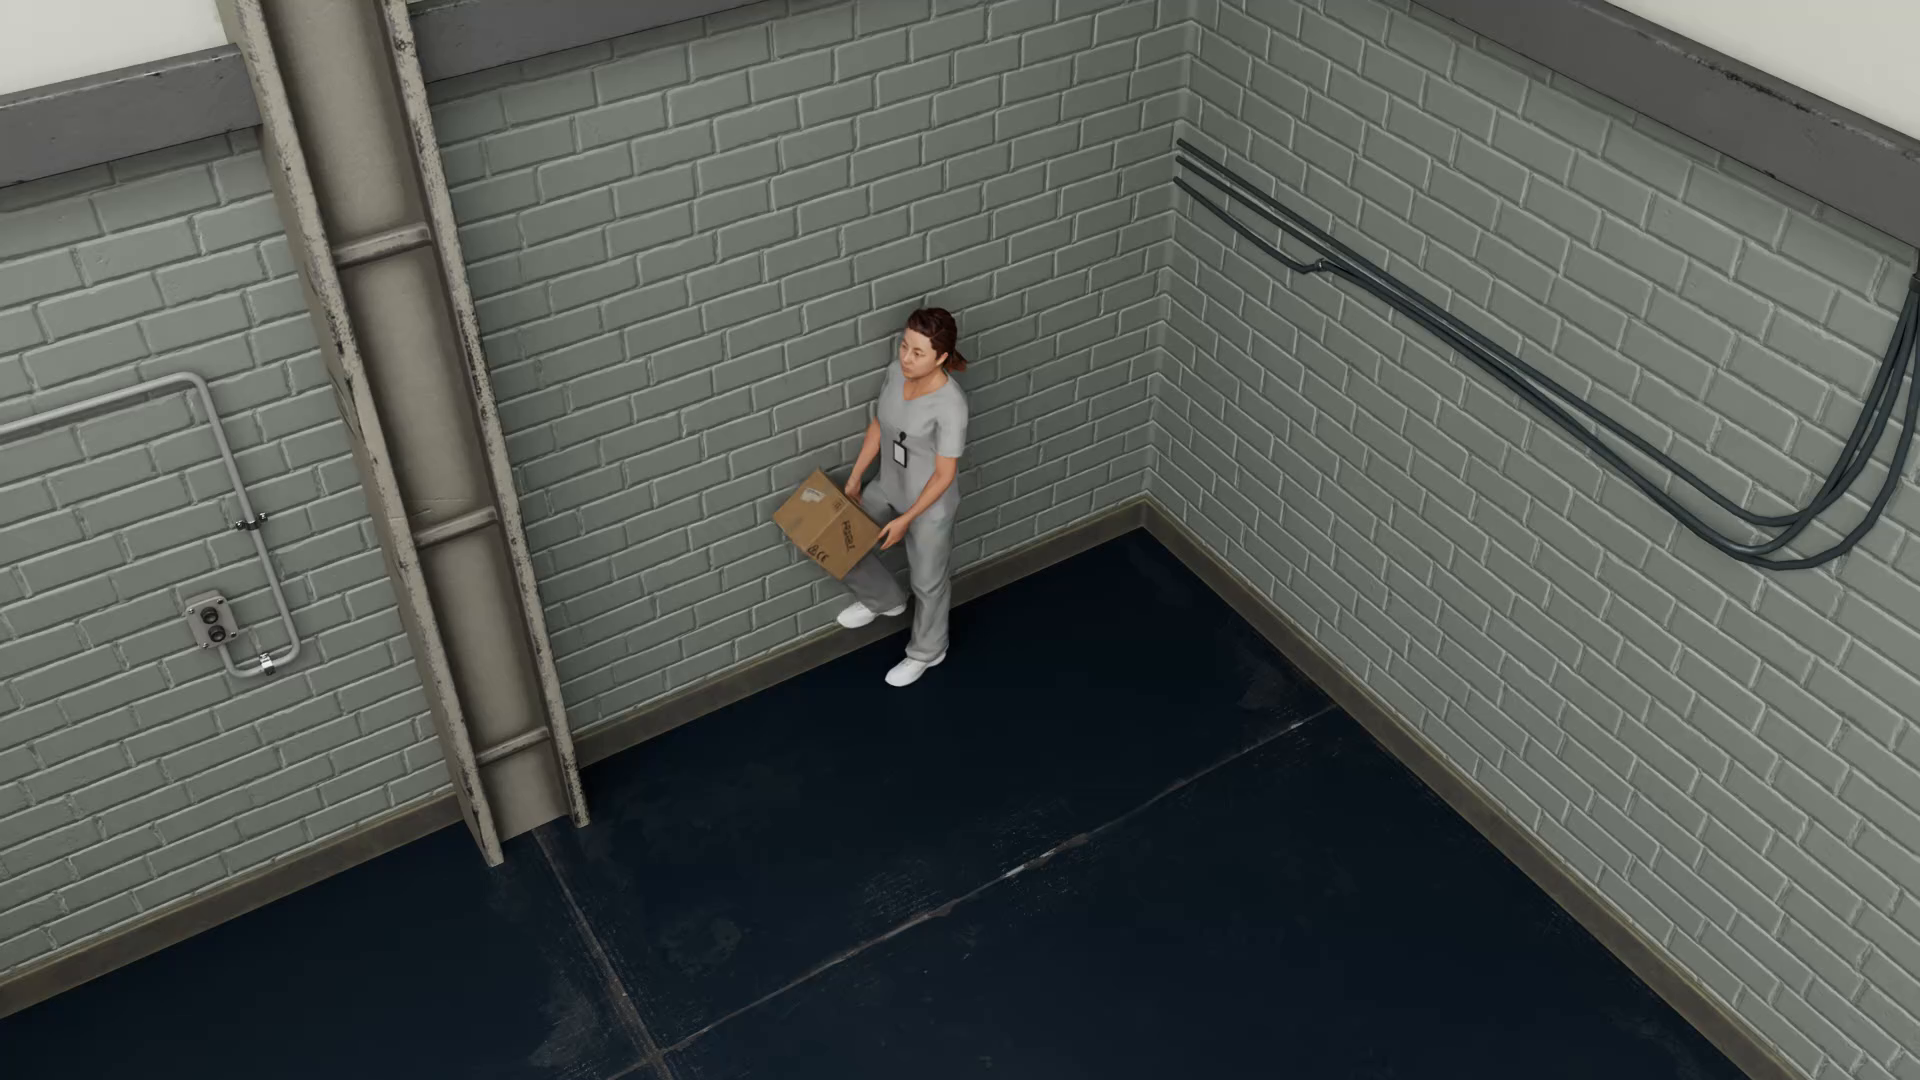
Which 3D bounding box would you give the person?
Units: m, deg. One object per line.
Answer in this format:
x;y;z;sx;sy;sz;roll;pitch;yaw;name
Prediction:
-0.211;-0.136;6.305;0.518;1.679;0.485;-26;47;-27;person
